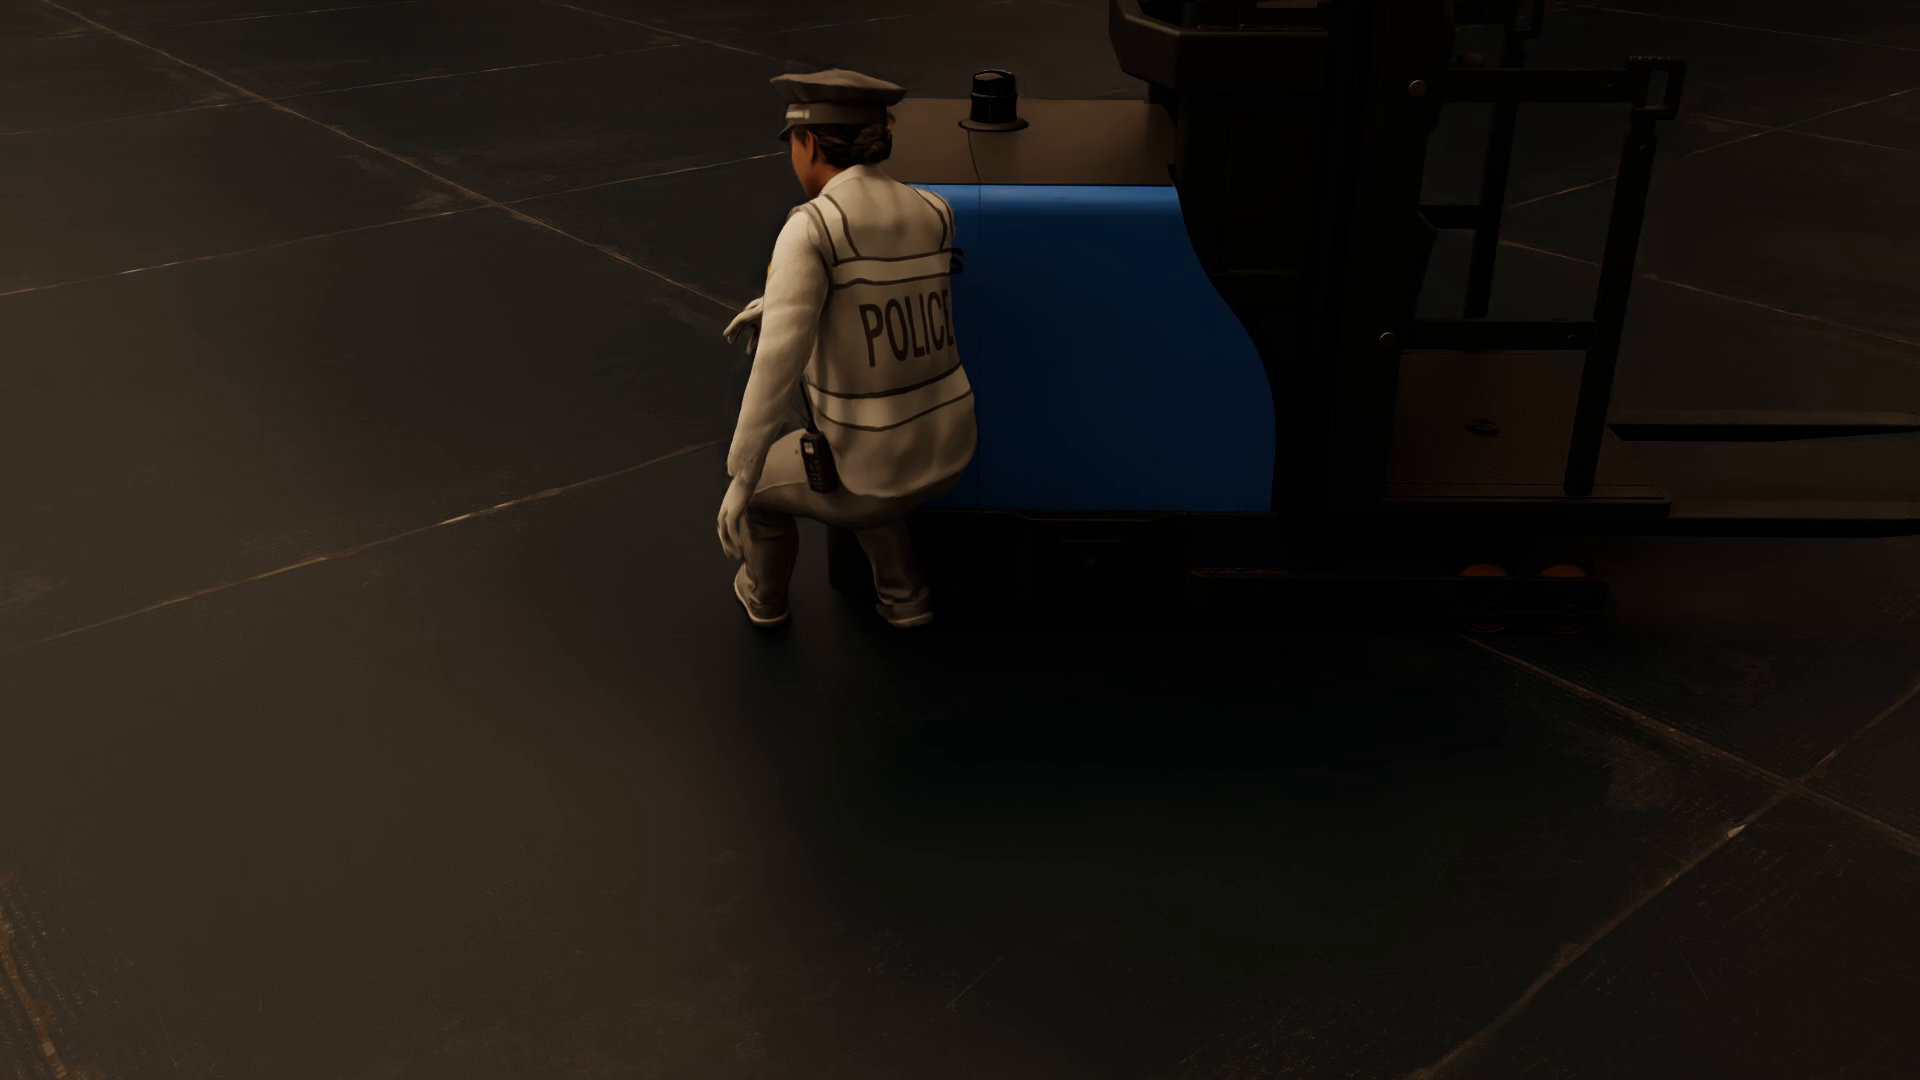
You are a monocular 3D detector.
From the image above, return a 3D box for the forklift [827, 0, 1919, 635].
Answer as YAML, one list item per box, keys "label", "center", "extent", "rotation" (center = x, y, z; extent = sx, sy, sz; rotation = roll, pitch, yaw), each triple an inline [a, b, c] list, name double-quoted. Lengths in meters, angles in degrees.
- label: "forklift"
  center: [1.198, -1.324, 3.871]
  extent: [3.031, 2.935, 1.130]
  rotation: [0, 26, 1]

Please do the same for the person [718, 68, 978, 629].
- label: "person"
  center: [-0.367, -0.288, 3.599]
  extent: [0.846, 1.442, 0.879]
  rotation: [-24, 35, -39]
